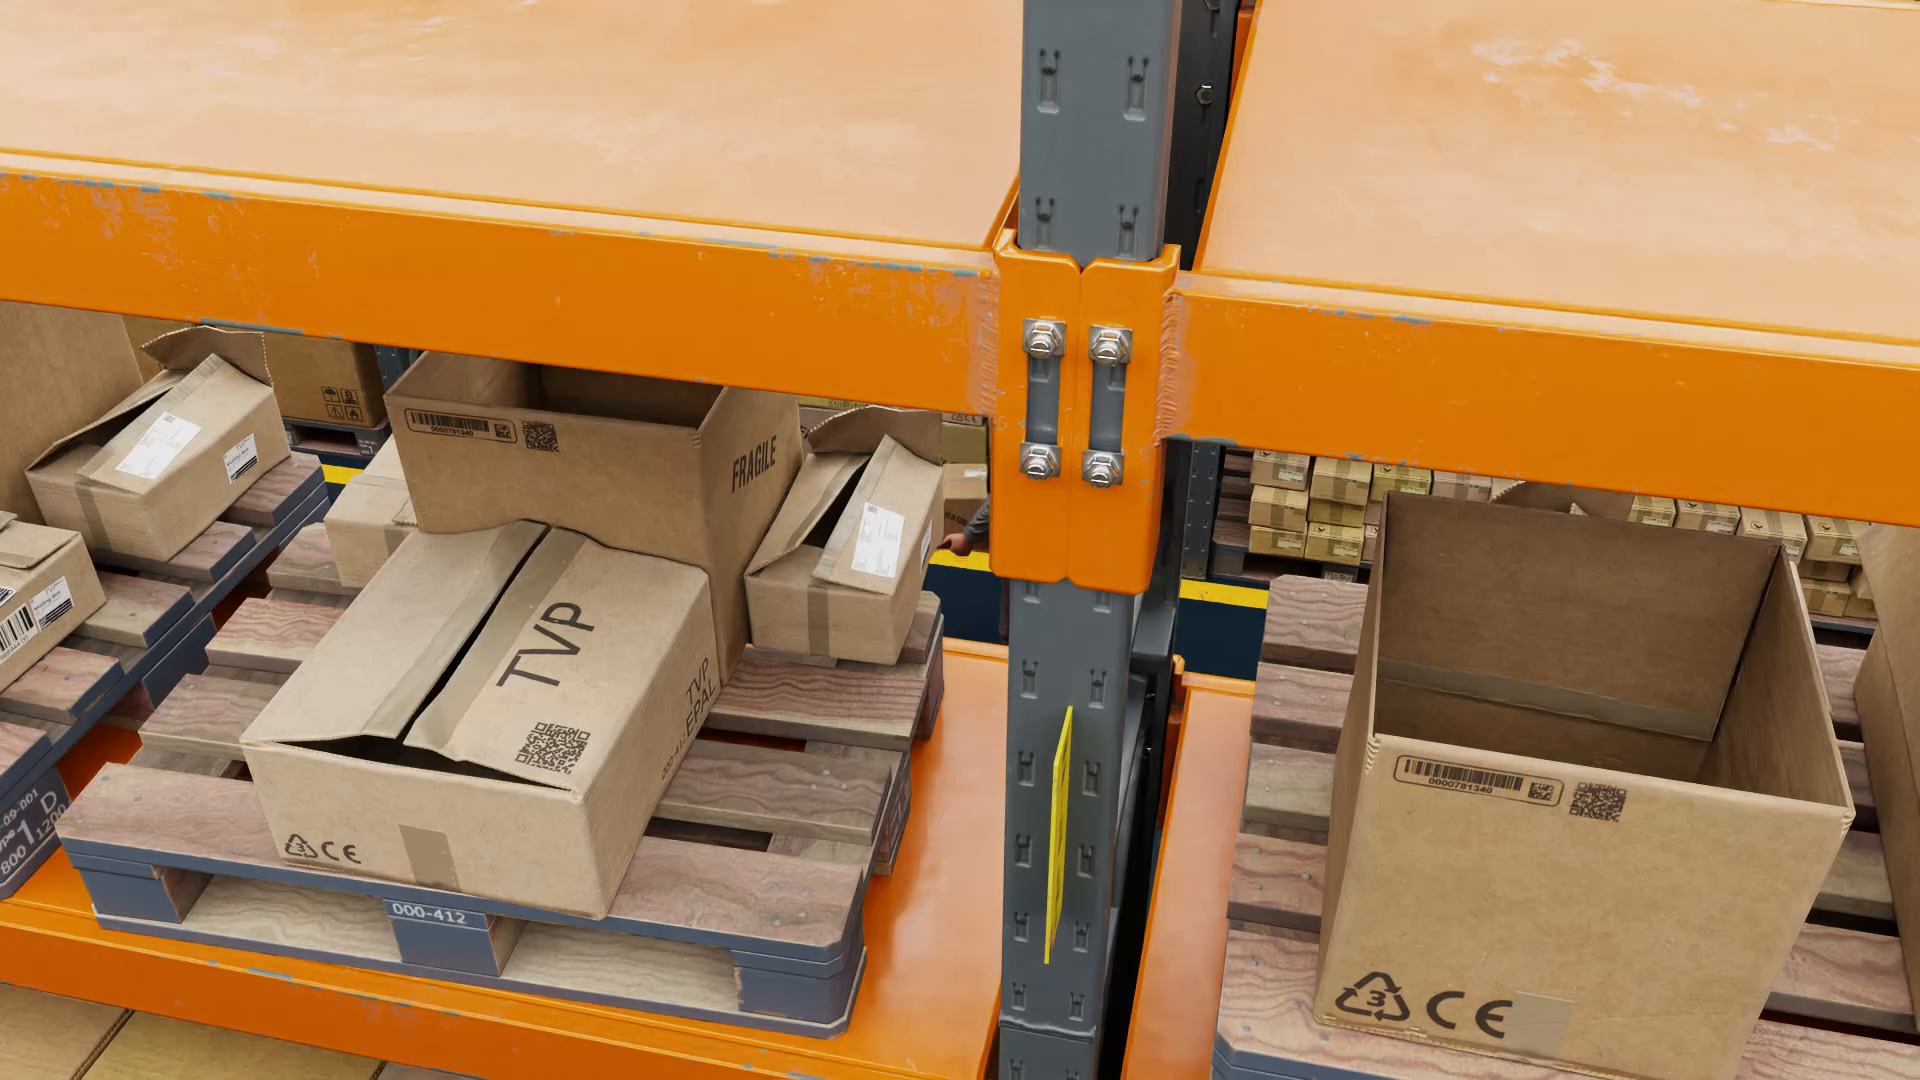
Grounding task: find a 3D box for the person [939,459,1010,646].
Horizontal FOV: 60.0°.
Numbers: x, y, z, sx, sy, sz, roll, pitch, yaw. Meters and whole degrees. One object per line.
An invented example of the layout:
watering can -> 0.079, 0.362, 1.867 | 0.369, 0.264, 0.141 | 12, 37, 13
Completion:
person -> 0.211, -0.003, 6.679 | 0.559, 1.720, 0.494 | 7, 37, 9
